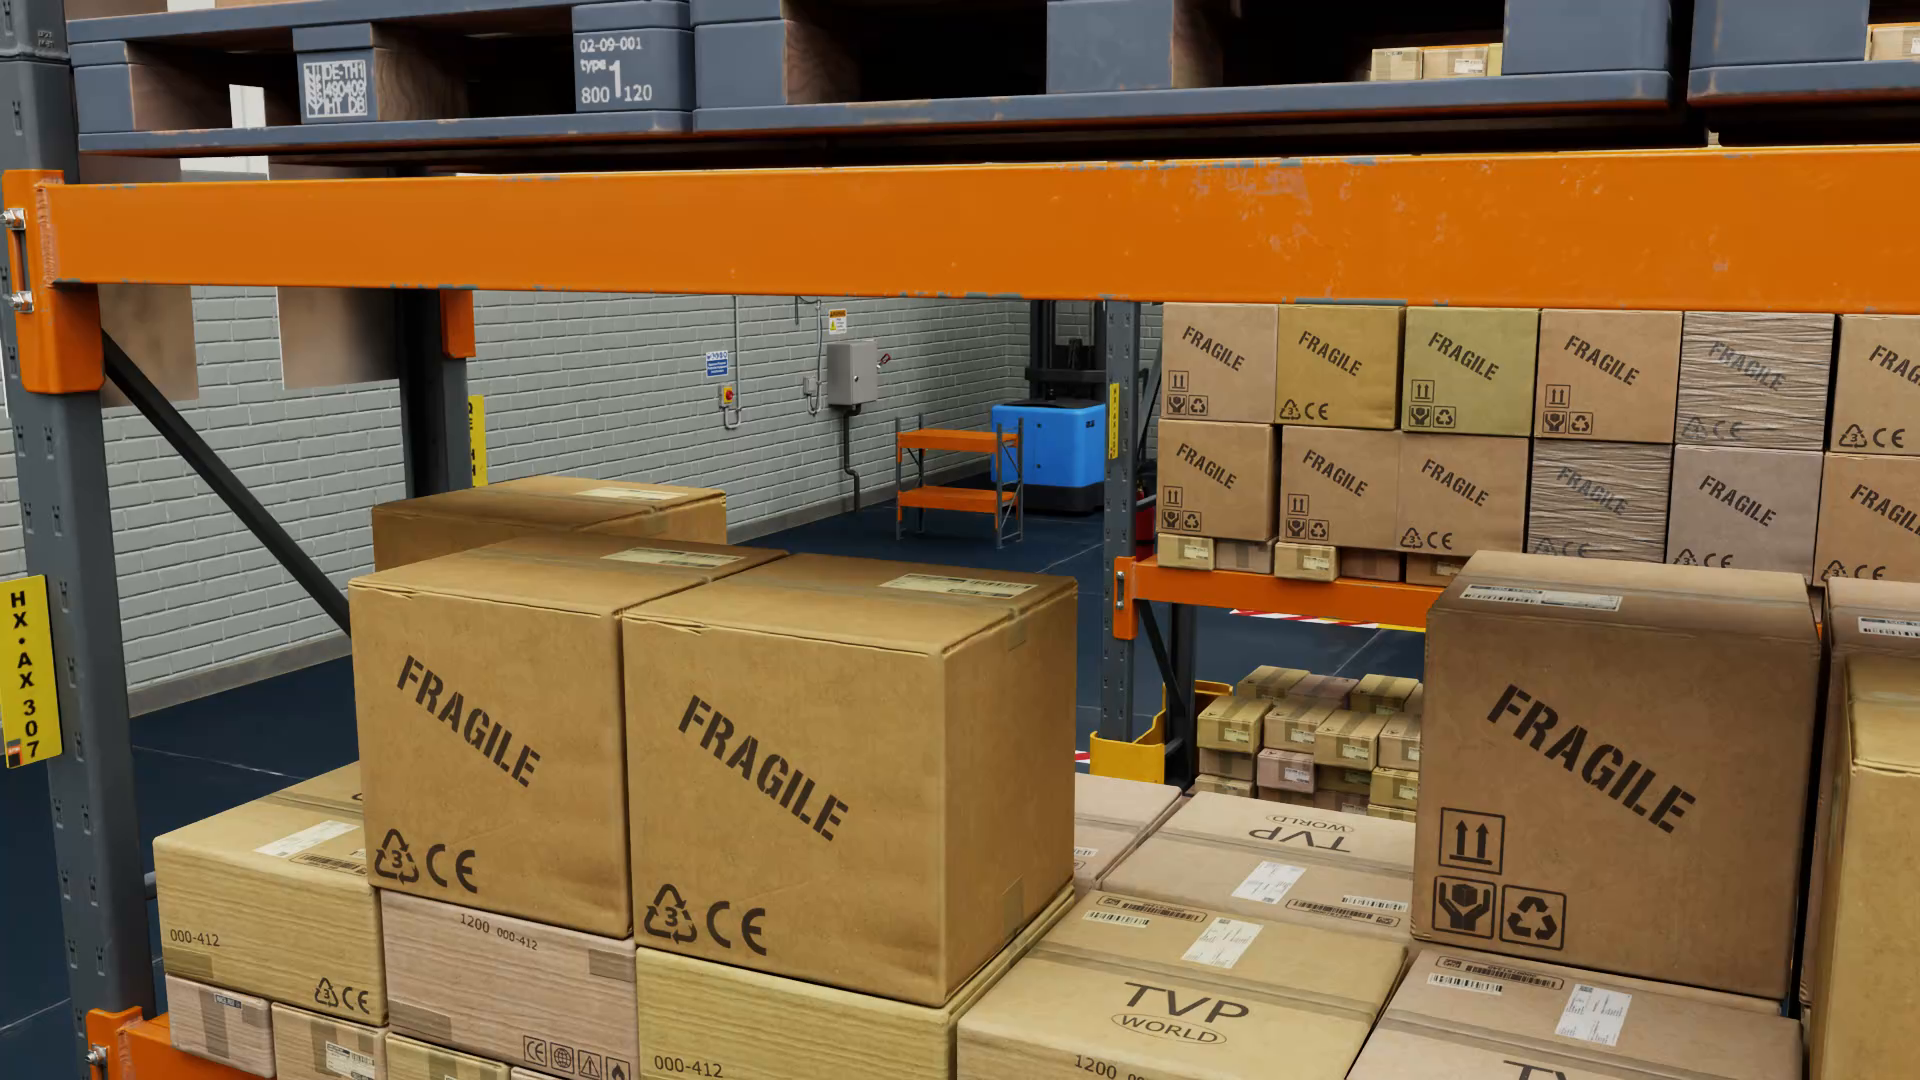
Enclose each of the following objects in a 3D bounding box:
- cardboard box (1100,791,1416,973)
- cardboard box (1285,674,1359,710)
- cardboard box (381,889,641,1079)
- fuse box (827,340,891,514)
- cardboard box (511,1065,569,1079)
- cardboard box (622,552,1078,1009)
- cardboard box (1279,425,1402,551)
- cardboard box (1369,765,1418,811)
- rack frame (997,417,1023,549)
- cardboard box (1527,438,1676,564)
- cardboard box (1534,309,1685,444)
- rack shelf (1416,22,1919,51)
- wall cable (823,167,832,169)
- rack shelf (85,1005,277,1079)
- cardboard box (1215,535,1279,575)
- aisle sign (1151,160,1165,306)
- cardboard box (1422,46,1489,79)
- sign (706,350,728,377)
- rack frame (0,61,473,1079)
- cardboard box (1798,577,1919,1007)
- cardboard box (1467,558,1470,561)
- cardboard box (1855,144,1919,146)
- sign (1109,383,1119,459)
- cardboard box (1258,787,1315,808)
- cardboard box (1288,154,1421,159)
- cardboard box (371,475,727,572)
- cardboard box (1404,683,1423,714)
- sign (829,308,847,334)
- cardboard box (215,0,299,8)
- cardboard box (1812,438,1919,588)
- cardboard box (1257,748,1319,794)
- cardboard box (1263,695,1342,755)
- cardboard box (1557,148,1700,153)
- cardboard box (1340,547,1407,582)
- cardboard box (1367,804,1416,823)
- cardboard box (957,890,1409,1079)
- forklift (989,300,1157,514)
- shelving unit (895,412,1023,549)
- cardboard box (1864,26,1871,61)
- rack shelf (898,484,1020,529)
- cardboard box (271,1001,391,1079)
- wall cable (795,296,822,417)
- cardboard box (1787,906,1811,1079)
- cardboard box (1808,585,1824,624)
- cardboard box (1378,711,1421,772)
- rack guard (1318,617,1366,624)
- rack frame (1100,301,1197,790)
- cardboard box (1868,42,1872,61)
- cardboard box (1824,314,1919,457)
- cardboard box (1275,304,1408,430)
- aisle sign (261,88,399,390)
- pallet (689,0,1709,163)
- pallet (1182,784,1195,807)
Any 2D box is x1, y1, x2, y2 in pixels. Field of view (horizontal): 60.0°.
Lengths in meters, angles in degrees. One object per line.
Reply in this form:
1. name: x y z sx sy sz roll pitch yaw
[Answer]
1. cardboard box: 0.558 0.649 2.807 0.500 0.250 0.500 5 11 26
2. cardboard box: 1.698 0.755 7.792 0.250 0.149 0.380 5 12 27
3. cardboard box: -0.594 0.654 2.782 0.500 0.250 0.500 5 11 25
4. fuse box: -0.995 -1.108 16.547 0.414 1.711 0.539 5 11 26
5. cardboard box: -0.506 0.870 2.705 0.250 0.149 0.380 5 11 25
6. cardboard box: -0.147 0.324 2.498 0.500 0.500 0.500 5 11 24
7. cardboard box: 1.683 -0.257 7.110 0.500 0.500 0.500 5 11 26
8. cardboard box: 1.929 1.027 7.126 0.250 0.149 0.380 5 12 28
9. rack frame: 0.450 -0.514 14.912 0.032 1.125 0.500 5 11 26
10. cardboard box: 2.577 -0.177 6.670 0.500 0.500 0.500 5 11 24
11. cardboard box: 2.567 -0.666 6.563 0.500 0.500 0.500 5 11 24
12. rack shelf: 4.805 -3.221 10.902 4.000 0.370 1.077 5 11 26
13. wall cable: -0.613 -4.913 17.003 0.133 3.039 2.988 5 11 26
14. rack shelf: 0.420 1.117 2.656 4.000 0.370 1.077 5 11 26
15. cardboard box: 1.304 0.036 7.313 0.250 0.149 0.380 5 12 28
16. aisle sign: 0.979 -1.512 7.861 0.004 0.787 0.394 5 11 26
17. cardboard box: 2.029 -1.883 6.685 0.250 0.149 0.380 5 12 27
18. sign: -2.132 -1.548 14.602 0.001 0.218 0.327 5 11 26
19. rack frame: -1.374 0.605 3.463 0.127 3.000 1.000 5 11 26
20. cardboard box: 1.459 0.360 2.297 0.500 0.500 0.500 5 11 26
21. cardboard box: 2.256 0.114 6.885 0.250 0.149 0.380 5 11 25
22. cardboard box: 3.497 -1.303 6.003 0.500 0.250 0.500 5 11 26
23. sign: 0.672 -0.518 7.240 0.005 0.325 0.100 5 11 26
24. cardboard box: 1.511 1.117 7.460 0.250 0.149 0.380 5 11 26
25. cardboard box: 1.672 -1.463 6.888 0.500 0.250 0.500 5 12 28
26. cardboard box: -0.820 0.160 3.403 0.500 0.500 0.500 5 11 27
27. cardboard box: 2.191 0.785 7.623 0.250 0.149 0.380 5 11 24
28. sign: -1.206 -2.156 16.400 0.001 0.242 0.339 5 11 26
29. cardboard box: -0.884 -1.143 2.961 0.500 0.500 0.700 4 11 22
30. cardboard box: 3.475 -0.093 6.207 0.500 0.500 0.500 5 11 24
31. cardboard box: 1.489 0.984 7.362 0.250 0.149 0.380 5 11 26
32. cardboard box: 1.532 0.823 7.417 0.250 0.149 0.380 5 12 27
33. cardboard box: 2.597 -1.382 6.441 0.500 0.250 0.500 5 11 26
34. cardboard box: 1.814 0.064 7.157 0.250 0.149 0.380 6 12 28
35. cardboard box: 1.917 1.173 7.150 0.250 0.149 0.380 5 11 27
36. cardboard box: 0.326 0.734 2.337 0.500 0.250 0.500 5 11 25
37. forklift: 1.410 -1.925 17.638 1.130 2.935 3.031 5 11 26
38. shelving unit: -0.006 -0.554 15.133 1.048 1.125 0.538 5 11 26
39. cardboard box: 3.159 -1.770 6.062 0.250 0.149 0.380 5 11 24
40. rack shelf: -0.006 -0.313 15.177 1.000 0.278 0.538 5 11 26
41. cardboard box: -0.971 0.830 2.929 0.250 0.149 0.380 5 11 25
42. wall cable: -1.439 -2.145 15.808 0.122 1.984 0.588 5 11 26
43. cardboard box: 1.464 0.729 2.365 0.500 0.250 0.500 5 11 26
44. cardboard box: 3.170 0.200 6.405 0.250 0.149 0.380 4 11 23
45. cardboard box: 1.960 0.869 7.160 0.250 0.149 0.380 4 11 23
46. rack guard: 2.990 0.251 12.441 0.348 0.500 1.175 5 11 26
47. rack frame: 0.912 -0.179 7.796 0.127 3.000 1.000 5 11 26
48. cardboard box: 3.412 -1.852 6.516 0.250 0.149 0.380 5 11 24
49. cardboard box: 3.492 -0.585 6.116 0.500 0.500 0.500 5 11 24
50. cardboard box: 1.652 -0.750 7.027 0.500 0.500 0.500 5 12 27
51. aisle sign: -1.305 -0.727 3.527 0.004 0.787 0.394 5 11 26
52. pallet: 0.394 -0.674 2.360 1.213 0.211 1.003 5 11 26
53. pallet: 1.693 1.269 7.626 1.213 0.211 1.003 5 11 26
